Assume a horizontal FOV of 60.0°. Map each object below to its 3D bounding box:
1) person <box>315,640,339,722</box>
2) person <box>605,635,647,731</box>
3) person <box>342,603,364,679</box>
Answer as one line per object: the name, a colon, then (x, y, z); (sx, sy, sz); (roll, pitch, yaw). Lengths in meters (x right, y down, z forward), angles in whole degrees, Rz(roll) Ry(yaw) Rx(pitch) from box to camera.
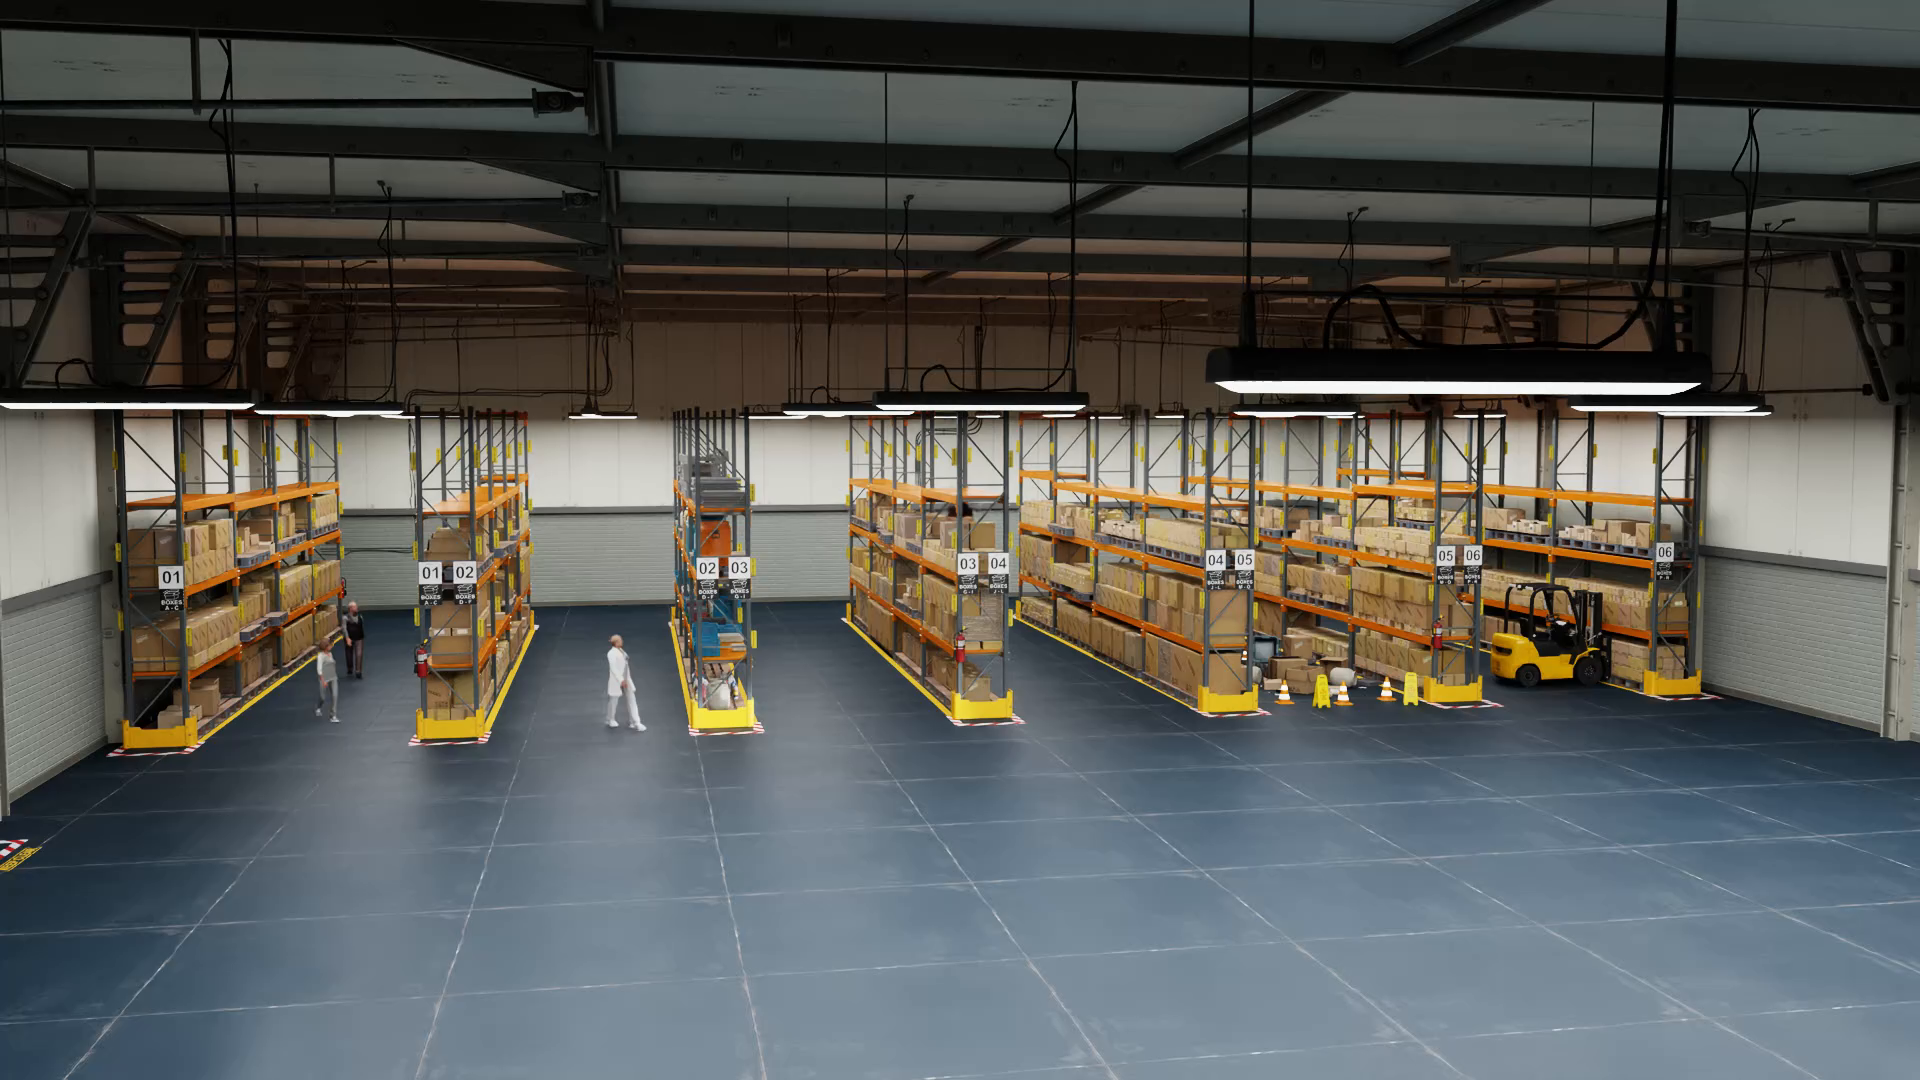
person: (-12.115, 2.676, 31.784); (0.396, 1.551, 0.805); (-3, 5, -35)
person: (-6.295, 2.638, 30.896); (0.547, 1.749, 1.003); (-4, 6, -44)
person: (-13.570, 2.239, 37.190); (0.472, 1.679, 1.018); (-1, 4, -19)
